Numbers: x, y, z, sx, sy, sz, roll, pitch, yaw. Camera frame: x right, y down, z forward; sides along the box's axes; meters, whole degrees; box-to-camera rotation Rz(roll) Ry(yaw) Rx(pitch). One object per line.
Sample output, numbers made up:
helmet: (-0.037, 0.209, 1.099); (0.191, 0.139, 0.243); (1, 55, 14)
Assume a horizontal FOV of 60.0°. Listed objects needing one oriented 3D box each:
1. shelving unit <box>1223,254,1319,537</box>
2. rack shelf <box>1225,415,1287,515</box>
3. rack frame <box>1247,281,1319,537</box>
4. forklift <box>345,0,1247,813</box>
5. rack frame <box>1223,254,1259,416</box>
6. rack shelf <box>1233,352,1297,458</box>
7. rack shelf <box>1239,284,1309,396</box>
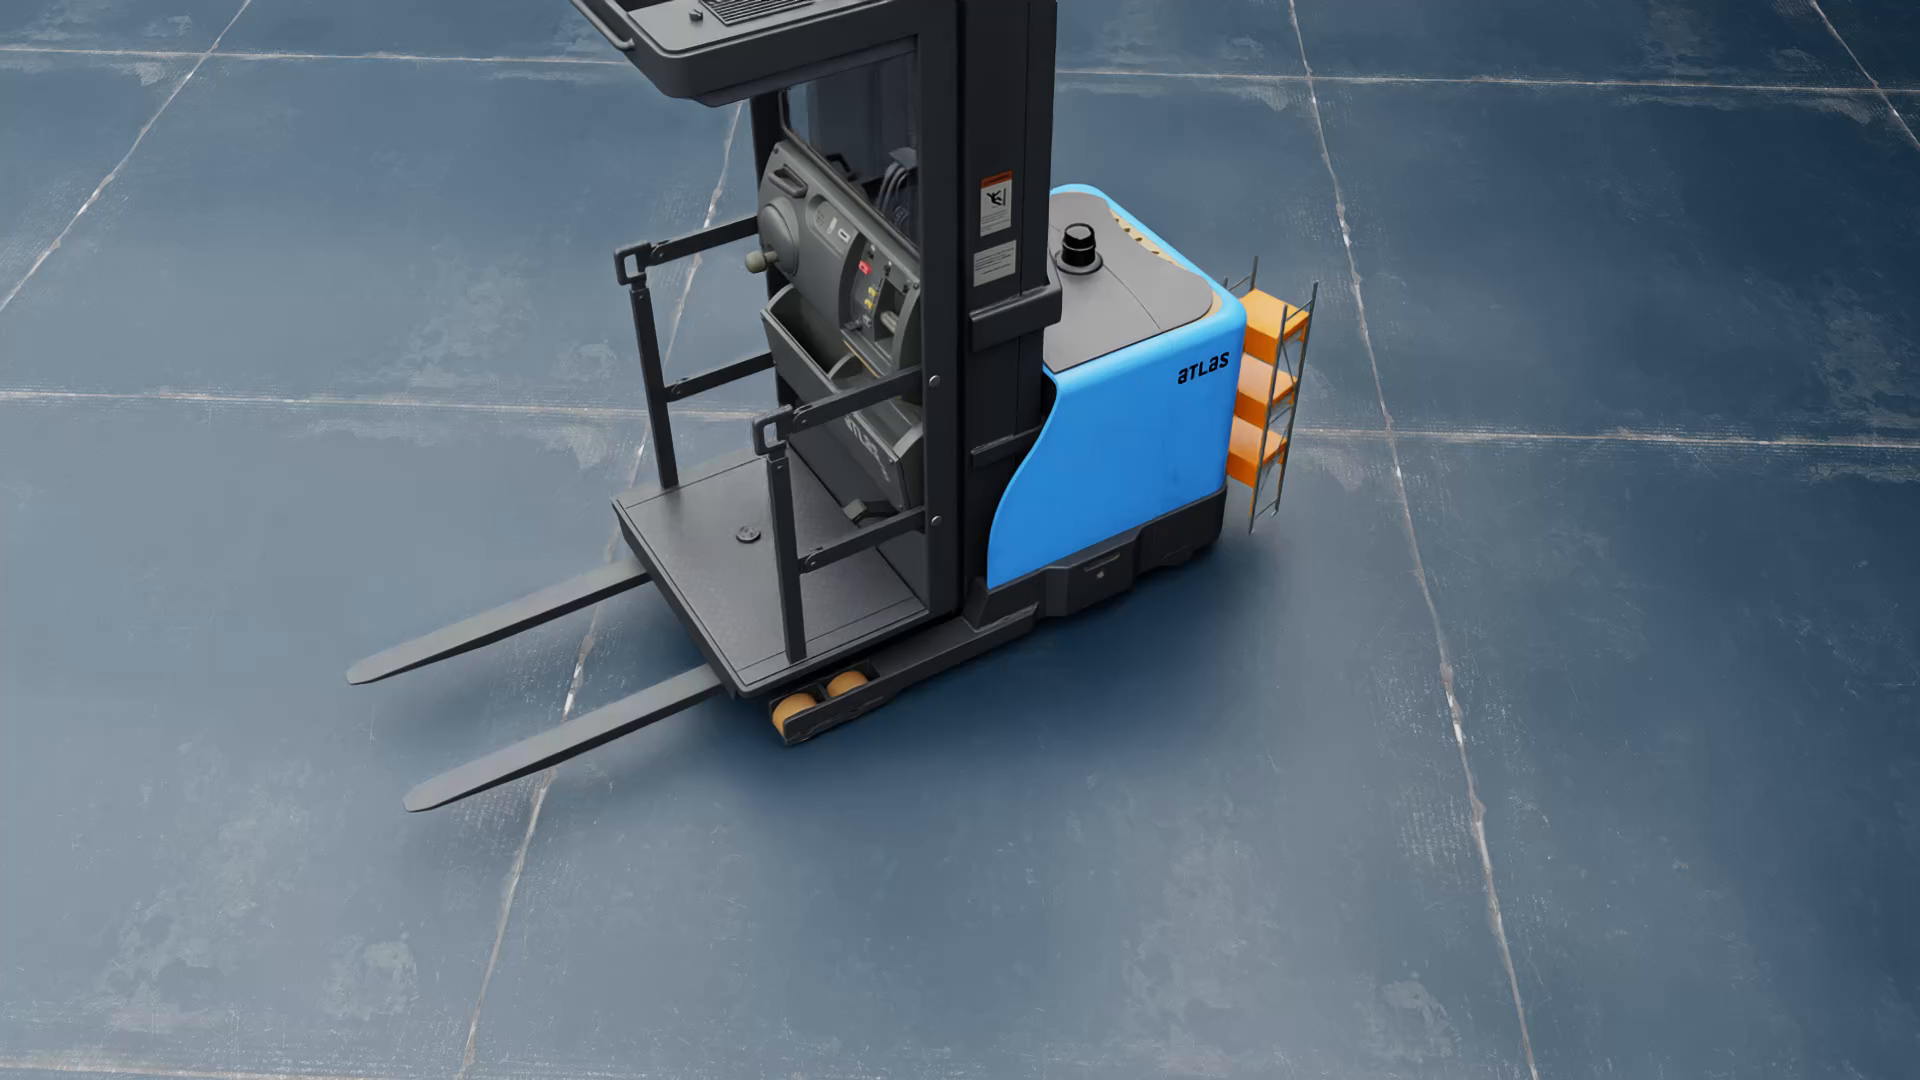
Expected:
shelving unit: (1.060, -0.503, 6.020); (0.252, 1.050, 0.215); (32, 51, 29)
rack shelf: (1.060, -0.292, 6.216); (0.240, 0.259, 0.215); (32, 51, 29)
rack frame: (1.150, -0.447, 5.960); (0.008, 1.050, 0.200); (32, 51, 29)
forklift: (-0.554, -0.815, 4.974); (3.031, 2.935, 1.130); (-23, 47, -22)
rack frame: (0.969, -0.559, 6.079); (0.008, 1.050, 0.200); (32, 51, 29)
rack shelf: (1.060, -0.495, 6.027); (0.240, 0.259, 0.215); (32, 51, 29)
rack shelf: (1.060, -0.703, 5.833); (0.240, 0.259, 0.215); (32, 51, 29)
